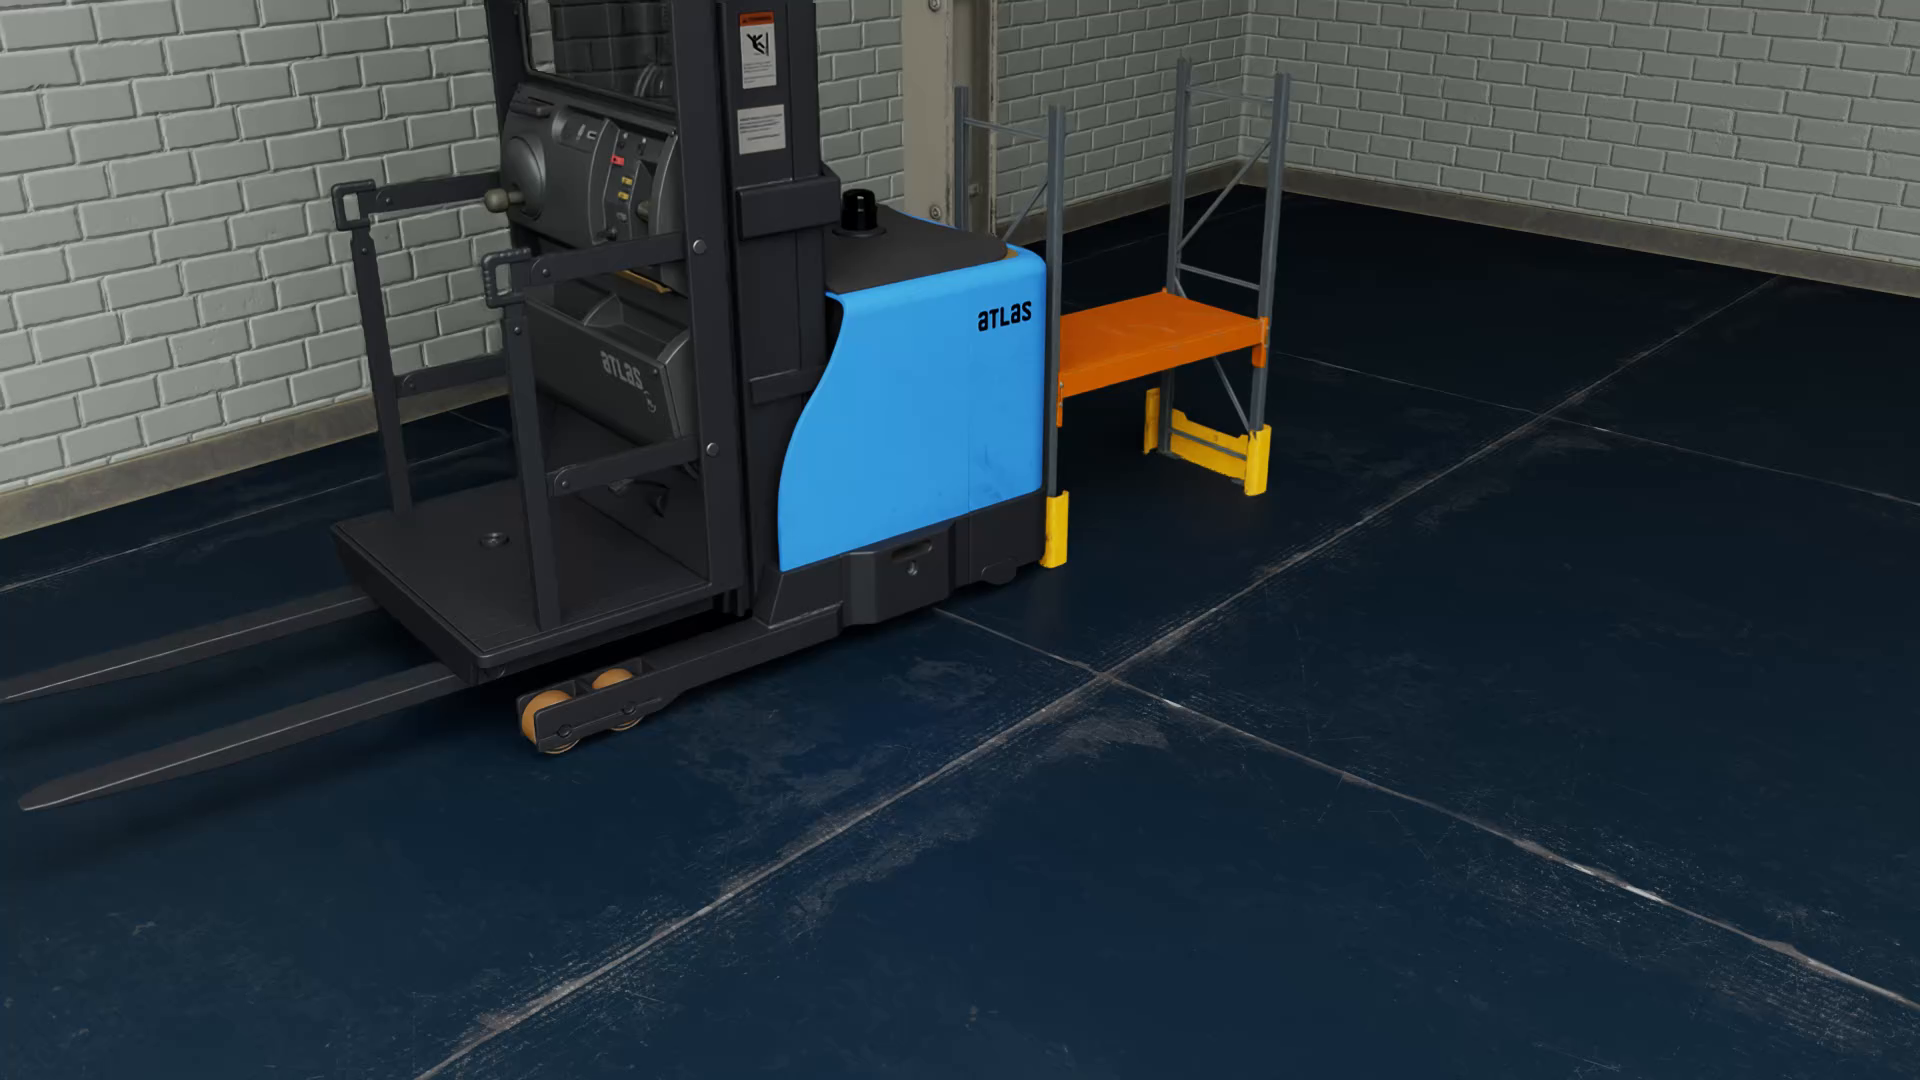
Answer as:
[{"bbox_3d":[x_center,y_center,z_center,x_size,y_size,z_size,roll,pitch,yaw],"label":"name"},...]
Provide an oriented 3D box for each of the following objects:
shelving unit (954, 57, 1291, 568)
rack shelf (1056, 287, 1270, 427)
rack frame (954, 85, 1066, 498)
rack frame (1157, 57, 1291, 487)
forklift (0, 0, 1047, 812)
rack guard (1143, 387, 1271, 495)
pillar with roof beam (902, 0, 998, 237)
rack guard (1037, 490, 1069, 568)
[{"bbox_3d":[0.538,-0.821,5.748,1.083,1.500,0.587,-18,30,-35],"label":"shelving unit"},{"bbox_3d":[0.545,-0.659,5.827,1.000,0.185,0.538,-18,30,-35],"label":"rack shelf"},{"bbox_3d":[0.150,-0.693,5.462,0.032,1.500,0.500,-18,30,-35],"label":"rack frame"},{"bbox_3d":[0.941,-0.954,6.045,0.032,1.500,0.500,-18,30,-35],"label":"rack frame"},{"bbox_3d":[-1.183,-1.007,4.413,3.031,2.935,1.130,-18,30,-35],"label":"forklift"},{"bbox_3d":[0.926,-0.379,6.289,0.087,0.250,0.587,-18,30,-35],"label":"rack guard"},{"bbox_3d":[3.156,-4.354,4.461,9.100,9.000,0.400,20,31,38],"label":"pillar with roof beam"},{"bbox_3d":[0.151,-0.123,5.719,0.087,0.250,0.587,-18,30,-35],"label":"rack guard"}]
